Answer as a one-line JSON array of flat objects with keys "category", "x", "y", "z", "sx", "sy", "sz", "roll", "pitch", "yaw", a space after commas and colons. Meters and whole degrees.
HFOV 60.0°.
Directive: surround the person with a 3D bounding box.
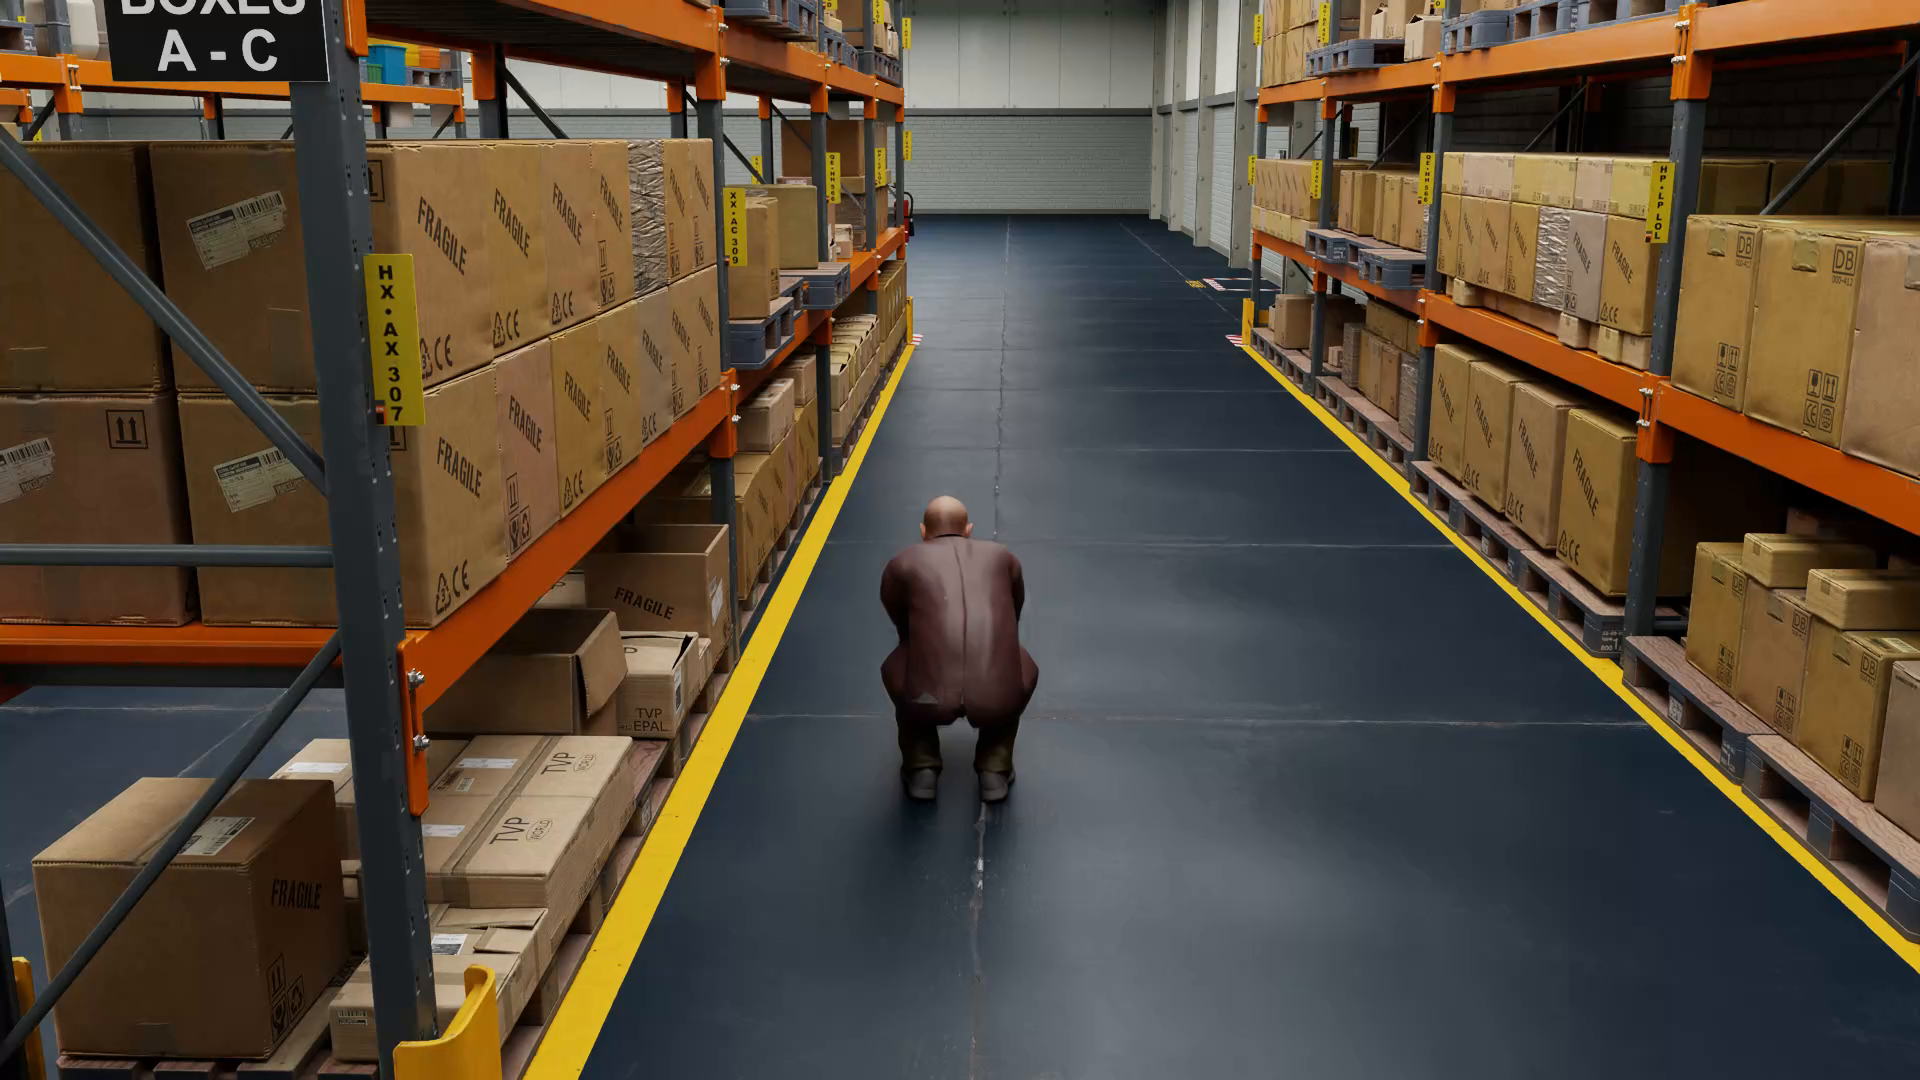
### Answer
[{"category": "person", "x": -0.002, "y": 0.377, "z": 6.142, "sx": 0.585, "sy": 1.000, "sz": 0.928, "roll": 0, "pitch": 14, "yaw": 1}]
